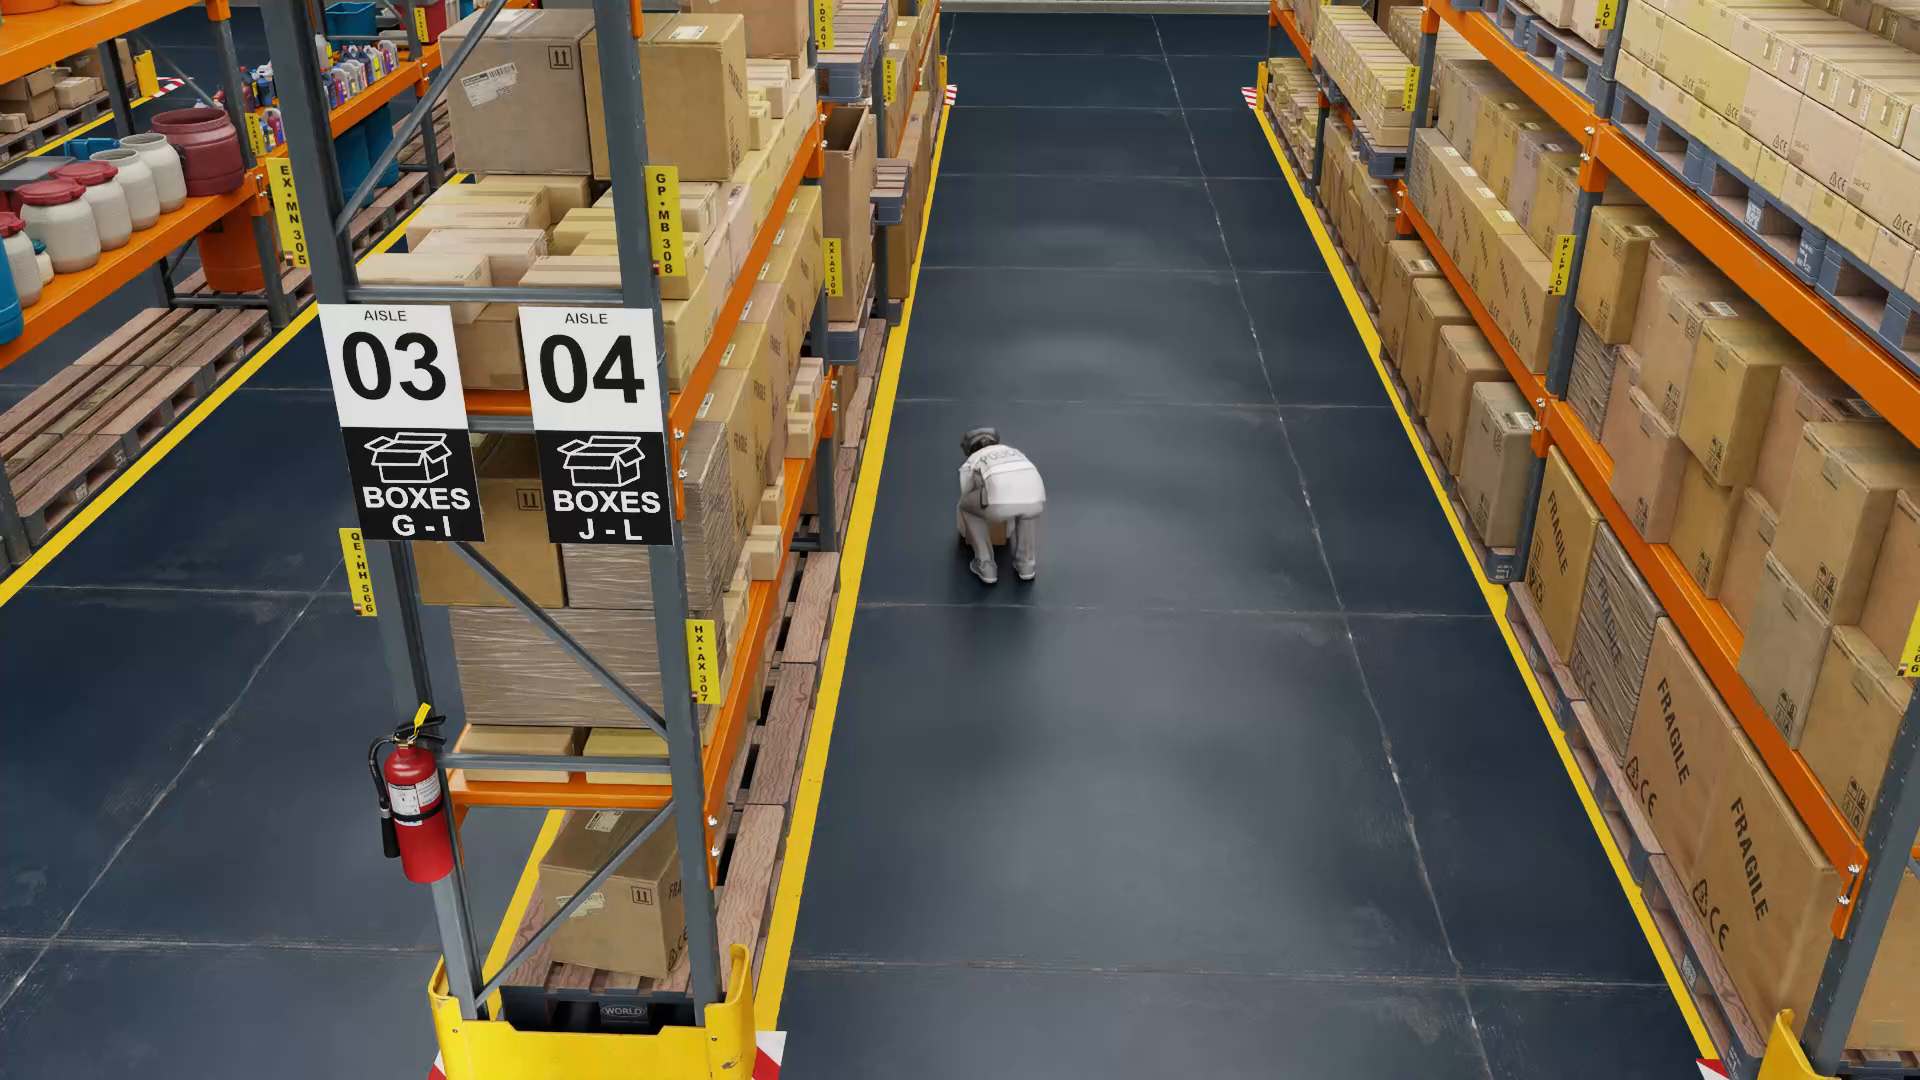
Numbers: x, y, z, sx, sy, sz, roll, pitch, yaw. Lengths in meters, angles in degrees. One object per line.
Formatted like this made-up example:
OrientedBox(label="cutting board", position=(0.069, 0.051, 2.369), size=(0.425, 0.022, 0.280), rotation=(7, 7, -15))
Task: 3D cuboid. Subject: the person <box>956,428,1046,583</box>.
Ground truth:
OrientedBox(label="person", position=(0.227, -0.206, 9.987), size=(0.462, 0.771, 0.912), rotation=(-6, 29, -12))
